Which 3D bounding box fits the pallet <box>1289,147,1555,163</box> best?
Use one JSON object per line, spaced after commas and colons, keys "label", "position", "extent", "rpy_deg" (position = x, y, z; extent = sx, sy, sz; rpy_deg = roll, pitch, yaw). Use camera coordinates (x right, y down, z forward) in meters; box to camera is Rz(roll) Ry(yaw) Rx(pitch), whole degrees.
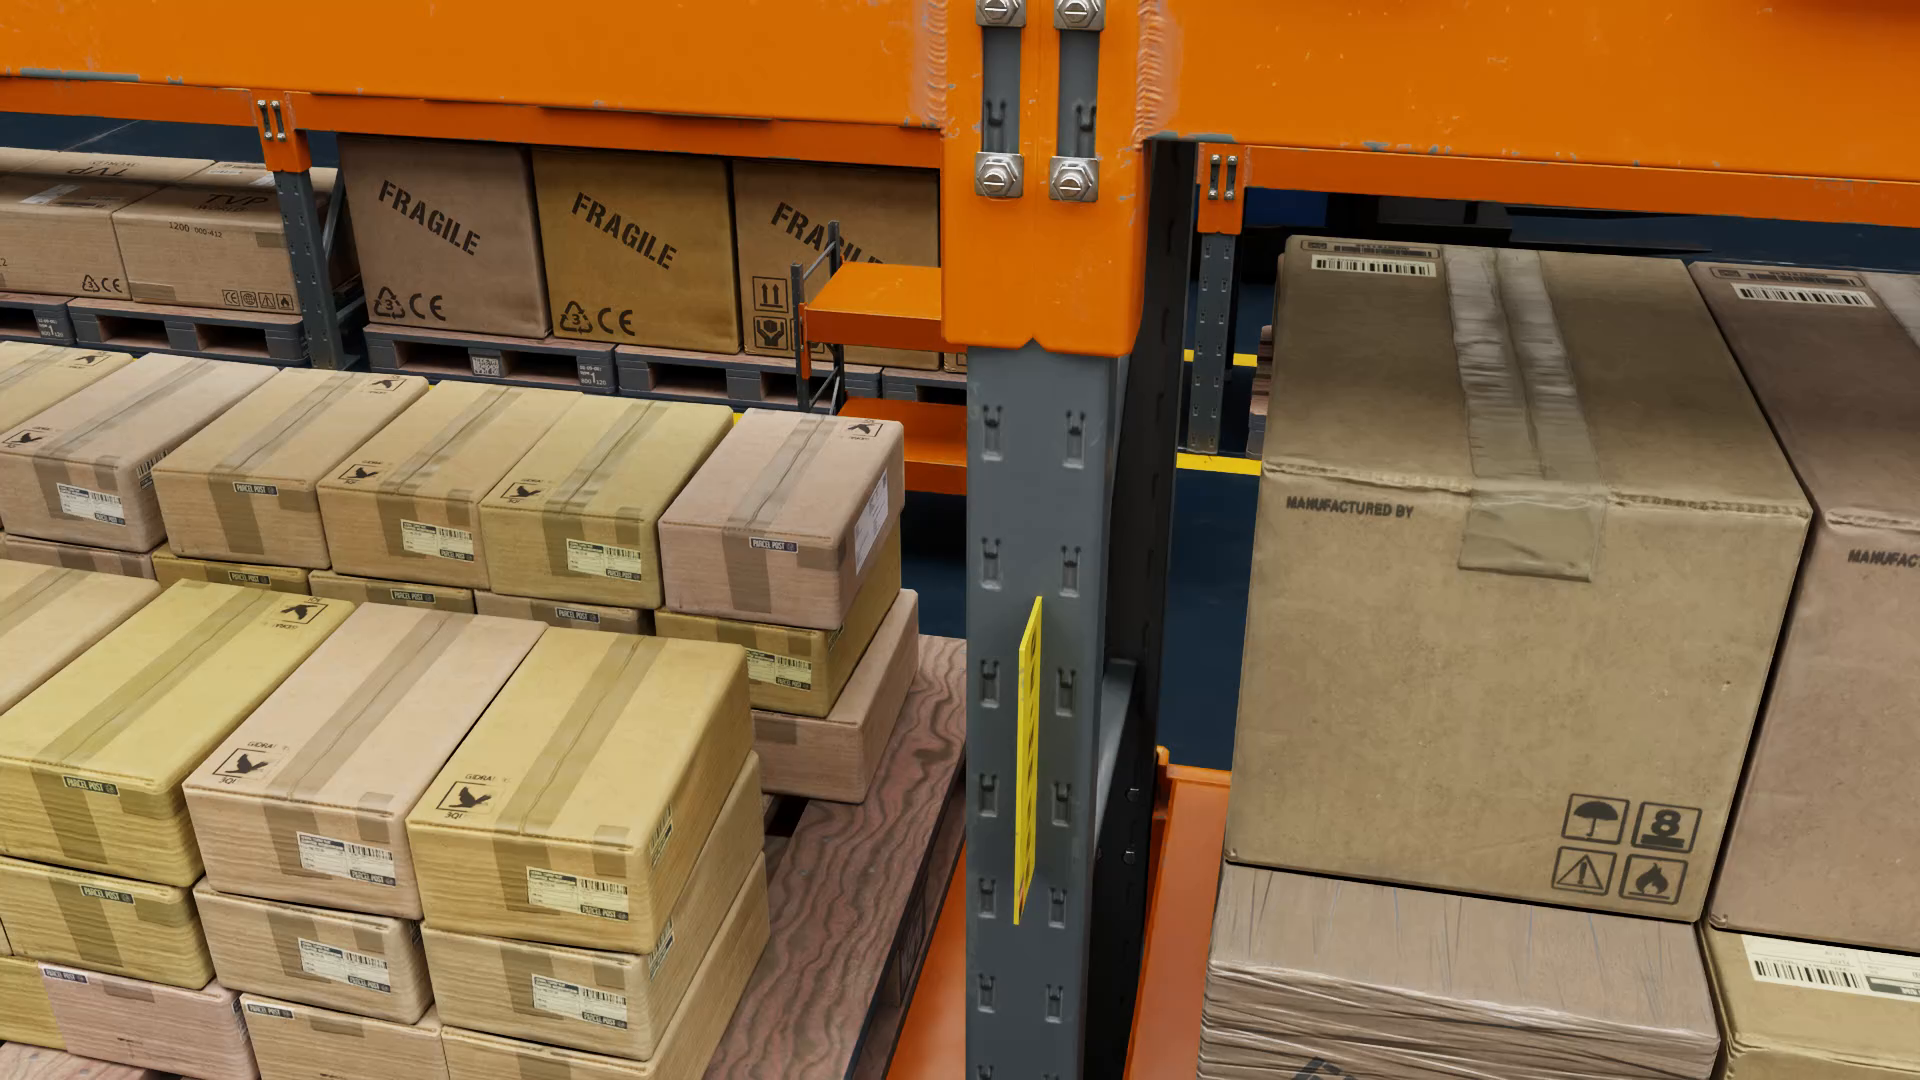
{"label": "pallet", "position": [1.824, -1.796, 6.606], "extent": [1.003, 0.211, 1.213], "rpy_deg": [6, 29, 11]}

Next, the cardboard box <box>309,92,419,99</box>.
{"label": "cardboard box", "position": [-2.432, -2.069, 7.061], "extent": [0.500, 0.250, 0.500], "rpy_deg": [5, 29, 9]}

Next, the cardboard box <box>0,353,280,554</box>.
{"label": "cardboard box", "position": [-1.268, -0.144, 2.595], "extent": [0.250, 0.149, 0.380], "rpy_deg": [7, 30, 13]}

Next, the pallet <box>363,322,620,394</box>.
{"label": "pallet", "position": [-2.037, -1.037, 7.925], "extent": [1.213, 0.211, 1.003], "rpy_deg": [6, 29, 11]}

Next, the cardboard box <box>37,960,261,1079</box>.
{"label": "cardboard box", "position": [-0.903, 0.475, 2.084], "extent": [0.250, 0.149, 0.380], "rpy_deg": [6, 29, 11]}

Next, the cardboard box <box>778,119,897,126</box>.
{"label": "cardboard box", "position": [-0.436, -1.866, 6.691], "extent": [0.500, 0.250, 0.500], "rpy_deg": [6, 29, 10]}

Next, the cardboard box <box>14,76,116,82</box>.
{"label": "cardboard box", "position": [-3.818, -2.322, 7.263], "extent": [0.500, 0.500, 0.500], "rpy_deg": [5, 29, 9]}

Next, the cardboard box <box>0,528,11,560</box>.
{"label": "cardboard box", "position": [-1.520, -0.042, 2.718], "extent": [0.250, 0.149, 0.380], "rpy_deg": [6, 29, 10]}

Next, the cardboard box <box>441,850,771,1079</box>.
{"label": "cardboard box", "position": [-0.408, 0.526, 1.990], "extent": [0.250, 0.149, 0.380], "rpy_deg": [6, 29, 11]}

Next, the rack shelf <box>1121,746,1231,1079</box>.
{"label": "rack shelf", "position": [2.126, 0.950, 2.141], "extent": [4.000, 0.370, 1.077], "rpy_deg": [6, 29, 11]}

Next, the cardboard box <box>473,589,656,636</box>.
{"label": "cardboard box", "position": [-0.527, 0.060, 2.531], "extent": [0.250, 0.149, 0.380], "rpy_deg": [7, 30, 13]}

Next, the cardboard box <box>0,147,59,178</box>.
{"label": "cardboard box", "position": [-5.156, -1.657, 8.384], "extent": [0.875, 0.438, 0.875], "rpy_deg": [7, 29, 12]}

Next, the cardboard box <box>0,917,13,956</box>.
{"label": "cardboard box", "position": [-1.172, 0.317, 2.062], "extent": [0.250, 0.149, 0.380], "rpy_deg": [6, 29, 11]}

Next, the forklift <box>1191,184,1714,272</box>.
{"label": "forklift", "position": [2.398, -2.833, 8.373], "extent": [3.031, 2.935, 1.130], "rpy_deg": [4, 29, 7]}

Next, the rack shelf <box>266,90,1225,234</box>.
{"label": "rack shelf", "position": [-0.851, -1.786, 7.138], "extent": [4.000, 0.370, 1.077], "rpy_deg": [6, 29, 11]}

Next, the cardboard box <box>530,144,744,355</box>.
{"label": "cardboard box", "position": [-1.299, -1.443, 7.538], "extent": [0.875, 0.875, 0.875], "rpy_deg": [7, 29, 12]}

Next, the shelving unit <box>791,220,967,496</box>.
{"label": "shelving unit", "position": [-0.007, -0.494, 5.981], "extent": [1.048, 1.125, 0.538], "rpy_deg": [6, 29, 11]}

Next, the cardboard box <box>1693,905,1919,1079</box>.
{"label": "cardboard box", "position": [1.050, 0.611, 1.906], "extent": [0.500, 0.500, 0.500], "rpy_deg": [6, 29, 10]}

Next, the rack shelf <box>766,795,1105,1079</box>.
{"label": "rack shelf", "position": [-1.786, 0.549, 2.874], "extent": [4.000, 0.370, 1.077], "rpy_deg": [6, 29, 11]}

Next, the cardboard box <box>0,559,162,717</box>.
{"label": "cardboard box", "position": [-1.168, 0.187, 1.989], "extent": [0.250, 0.149, 0.380], "rpy_deg": [7, 29, 12]}

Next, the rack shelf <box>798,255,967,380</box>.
{"label": "rack shelf", "position": [-0.007, -0.751, 5.841], "extent": [1.000, 0.278, 0.538], "rpy_deg": [6, 29, 11]}

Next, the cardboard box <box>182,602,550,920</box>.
{"label": "cardboard box", "position": [-0.650, 0.238, 1.896], "extent": [0.250, 0.149, 0.380], "rpy_deg": [6, 29, 10]}

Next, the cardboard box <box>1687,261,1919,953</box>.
{"label": "cardboard box", "position": [1.102, 0.051, 1.888], "extent": [0.500, 0.500, 0.700], "rpy_deg": [5, 29, 10]}

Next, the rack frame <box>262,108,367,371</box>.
{"label": "rack frame", "position": [-2.807, -2.302, 7.332], "extent": [0.127, 3.000, 1.000], "rpy_deg": [6, 29, 11]}

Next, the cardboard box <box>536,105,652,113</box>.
{"label": "cardboard box", "position": [-1.428, -1.958, 6.860], "extent": [0.500, 0.250, 0.500], "rpy_deg": [6, 29, 10]}

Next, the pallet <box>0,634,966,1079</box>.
{"label": "pallet", "position": [-0.549, 0.496, 2.420], "extent": [1.003, 0.211, 1.213], "rpy_deg": [6, 29, 11]}

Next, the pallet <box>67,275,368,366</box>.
{"label": "pallet", "position": [-3.534, -1.192, 8.208], "extent": [1.213, 0.211, 1.003], "rpy_deg": [6, 29, 11]}

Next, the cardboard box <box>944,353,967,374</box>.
{"label": "cardboard box", "position": [0.447, -1.262, 7.206], "extent": [0.875, 0.875, 0.875], "rpy_deg": [6, 29, 10]}

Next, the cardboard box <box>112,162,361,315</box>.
{"label": "cardboard box", "position": [-3.399, -1.476, 8.053], "extent": [0.875, 0.438, 0.875], "rpy_deg": [5, 29, 10]}

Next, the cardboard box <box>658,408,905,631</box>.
{"label": "cardboard box", "position": [-0.246, -0.039, 2.403], "extent": [0.250, 0.149, 0.380], "rpy_deg": [6, 29, 11]}

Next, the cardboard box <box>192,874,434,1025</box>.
{"label": "cardboard box", "position": [-0.670, 0.367, 1.970], "extent": [0.250, 0.149, 0.380], "rpy_deg": [7, 29, 12]}

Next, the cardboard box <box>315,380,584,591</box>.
{"label": "cardboard box", "position": [-0.744, -0.091, 2.498], "extent": [0.250, 0.149, 0.380], "rpy_deg": [6, 29, 10]}

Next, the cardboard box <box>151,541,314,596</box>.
{"label": "cardboard box", "position": [-1.035, 0.010, 2.623], "extent": [0.250, 0.149, 0.380], "rpy_deg": [6, 29, 11]}

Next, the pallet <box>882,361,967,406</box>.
{"label": "pallet", "position": [0.350, -0.793, 7.478], "extent": [1.213, 0.211, 1.003], "rpy_deg": [6, 29, 11]}

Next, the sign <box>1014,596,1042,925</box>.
{"label": "sign", "position": [0.066, 0.216, 1.608], "extent": [0.005, 0.325, 0.100], "rpy_deg": [6, 29, 11]}
